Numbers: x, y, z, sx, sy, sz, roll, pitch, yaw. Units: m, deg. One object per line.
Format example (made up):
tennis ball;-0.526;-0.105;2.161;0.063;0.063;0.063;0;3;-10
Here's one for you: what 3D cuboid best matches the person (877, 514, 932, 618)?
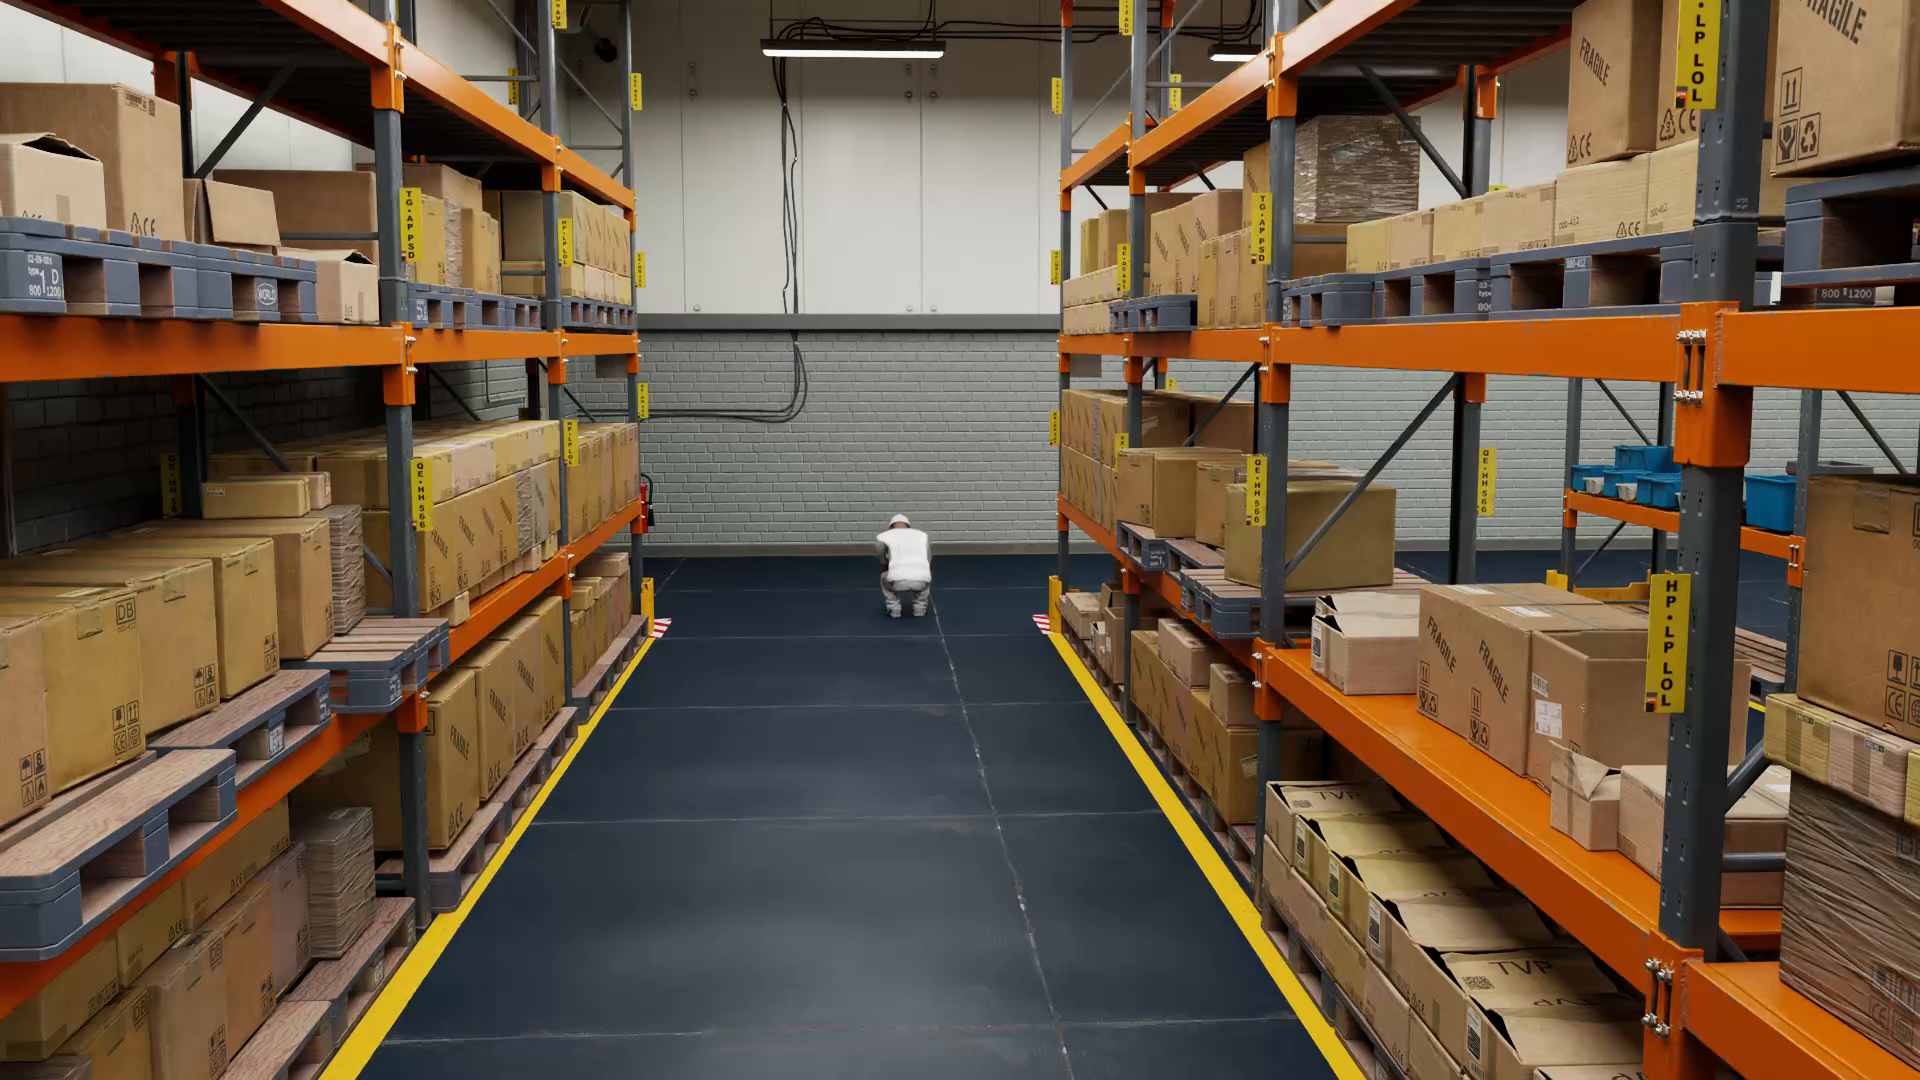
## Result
person;-0.560;0.260;16.868;0.567;0.991;0.895;0;7;-4
